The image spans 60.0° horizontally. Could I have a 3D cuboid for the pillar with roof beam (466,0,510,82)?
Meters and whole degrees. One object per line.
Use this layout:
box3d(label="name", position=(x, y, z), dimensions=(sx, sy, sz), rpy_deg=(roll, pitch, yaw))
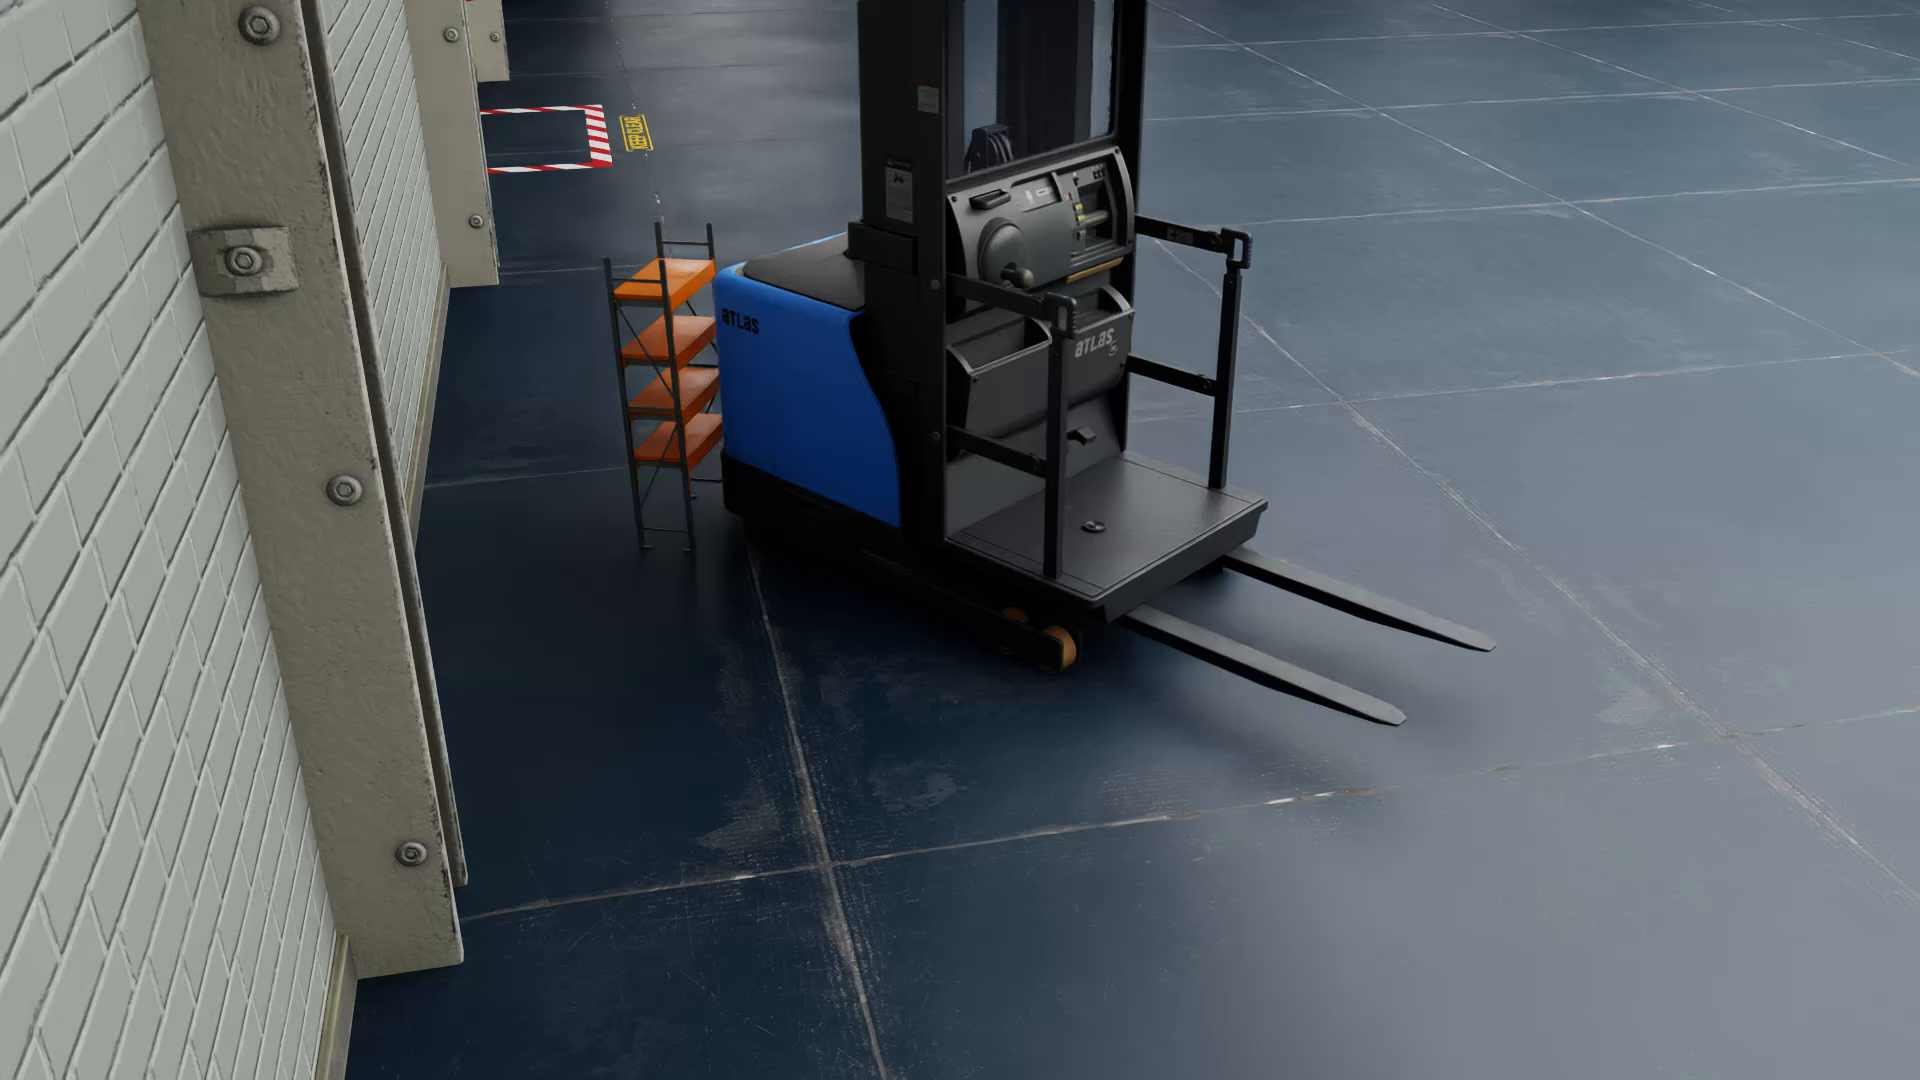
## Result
box3d(label="pillar with roof beam", position=(-0.047, -8.651, 13.903), dimensions=(9.100, 9.000, 0.400), rpy_deg=(-6, 27, -12))

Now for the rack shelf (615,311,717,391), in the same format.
box3d(label="rack shelf", position=(-1.136, -0.747, 6.544), dimensions=(0.258, 0.148, 0.480), rpy_deg=(5, 27, 12))

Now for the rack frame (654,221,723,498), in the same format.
box3d(label="rack frame", position=(-1.077, -0.714, 6.825), dimensions=(0.240, 1.200, 0.015), rpy_deg=(5, 27, 12))

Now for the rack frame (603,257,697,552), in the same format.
box3d(label="rack frame", position=(-1.187, -0.500, 6.401), dimensions=(0.240, 1.200, 0.015), rpy_deg=(5, 27, 12))

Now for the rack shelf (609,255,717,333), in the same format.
box3d(label="rack shelf", position=(-1.142, -0.959, 6.438), dimensions=(0.258, 0.148, 0.480), rpy_deg=(5, 27, 12))

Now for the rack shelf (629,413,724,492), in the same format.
box3d(label="rack shelf", position=(-1.125, -0.369, 6.731), dimensions=(0.258, 0.148, 0.480), rpy_deg=(5, 27, 12))

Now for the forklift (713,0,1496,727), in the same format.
box3d(label="forklift", position=(0.454, -1.108, 5.692), dimensions=(3.031, 2.935, 1.130), rpy_deg=(22, 34, 37))

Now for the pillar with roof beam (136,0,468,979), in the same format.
box3d(label="pillar with roof beam", position=(2.658, -3.383, 3.466), dimensions=(9.100, 9.000, 0.400), rpy_deg=(-6, 27, -12))

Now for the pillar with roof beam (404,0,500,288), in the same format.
box3d(label="pillar with roof beam", position=(1.305, -6.017, 8.685), dimensions=(9.100, 9.000, 0.400), rpy_deg=(-6, 27, -12))

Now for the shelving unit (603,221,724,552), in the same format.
box3d(label="shelving unit", position=(-1.132, -0.607, 6.613), dimensions=(0.258, 1.200, 0.503), rpy_deg=(5, 27, 12))

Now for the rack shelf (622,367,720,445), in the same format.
box3d(label="rack shelf", position=(-1.130, -0.547, 6.643), dimensions=(0.258, 0.148, 0.480), rpy_deg=(5, 27, 12))
